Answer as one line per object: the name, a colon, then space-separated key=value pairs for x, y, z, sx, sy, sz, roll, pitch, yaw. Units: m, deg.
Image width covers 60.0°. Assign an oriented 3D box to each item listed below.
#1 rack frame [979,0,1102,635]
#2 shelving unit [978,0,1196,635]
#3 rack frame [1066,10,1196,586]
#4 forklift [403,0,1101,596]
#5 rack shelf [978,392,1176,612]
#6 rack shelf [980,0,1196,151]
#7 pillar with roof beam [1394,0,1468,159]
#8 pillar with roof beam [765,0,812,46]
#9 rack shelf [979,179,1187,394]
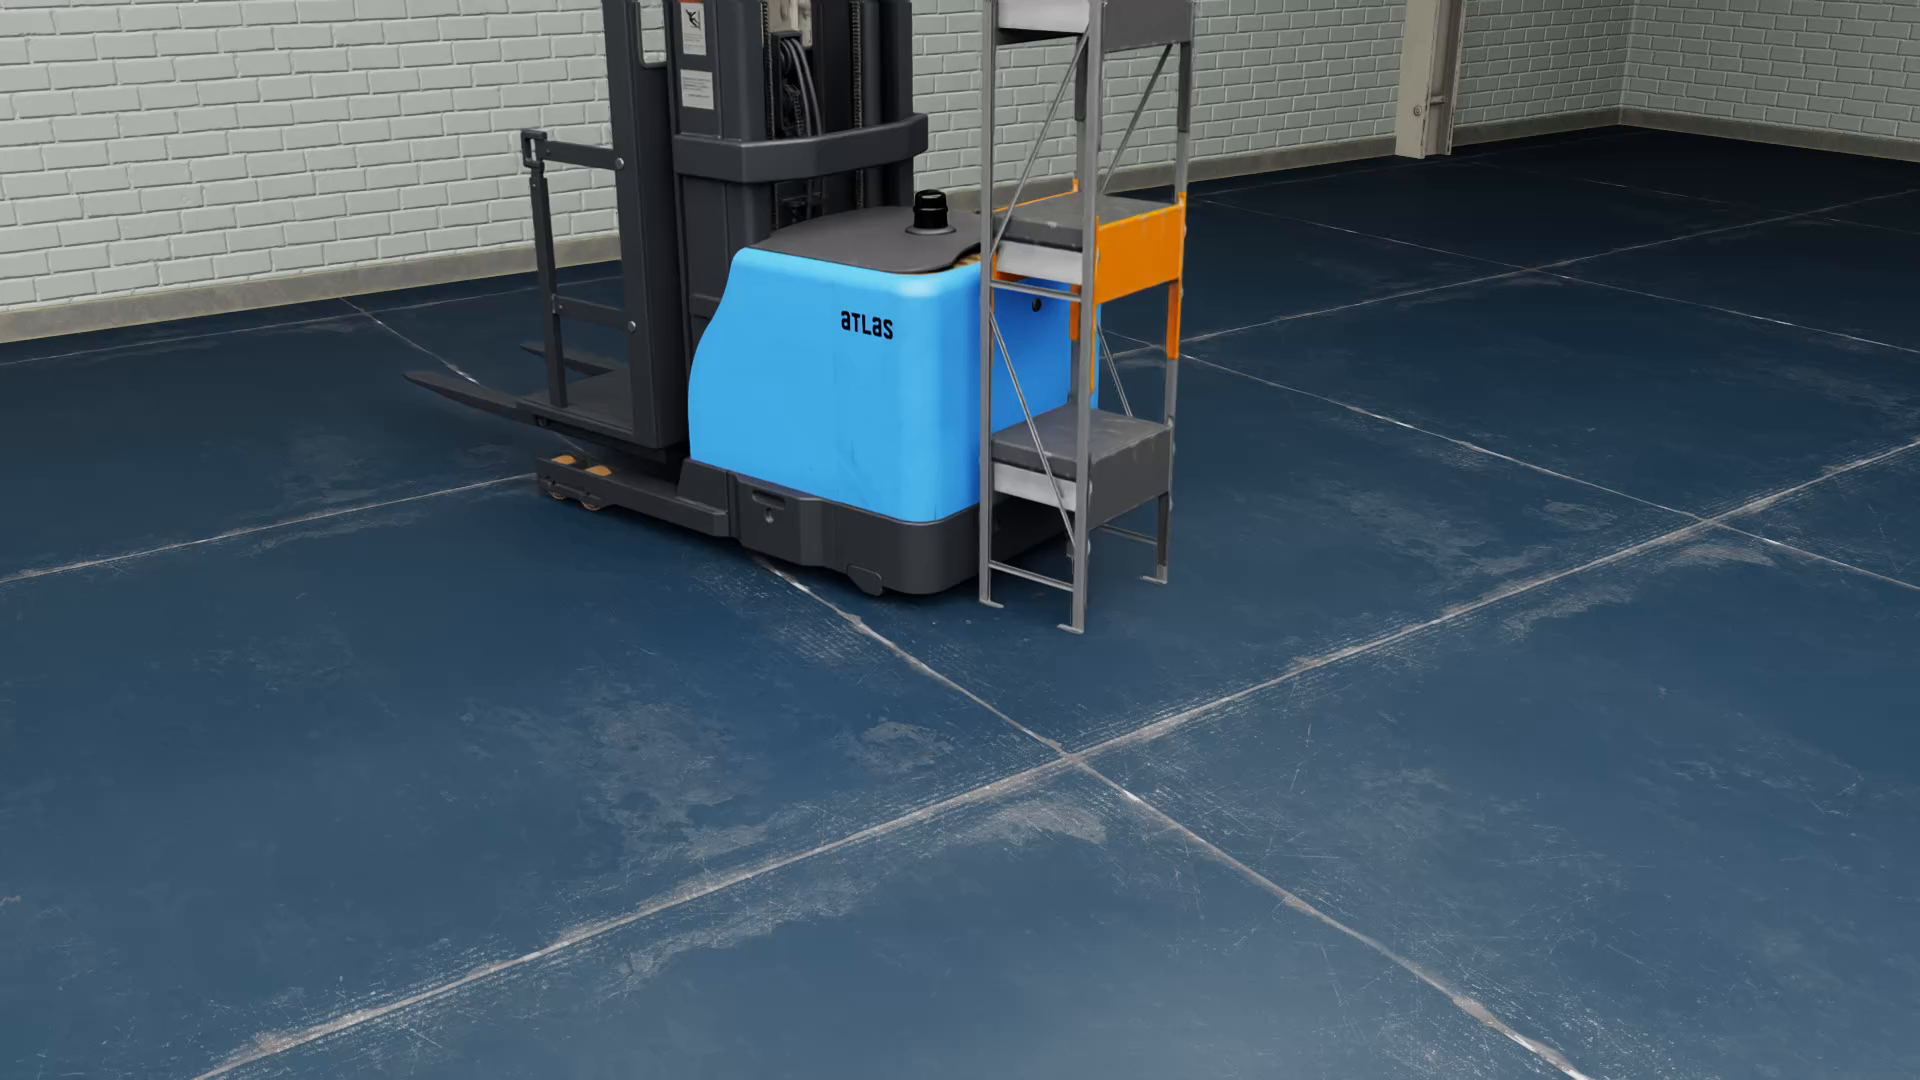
rack frame: x=0.223 y=-0.727 z=4.886 sx=0.400 sy=2.100 sz=0.015 roll=16 pitch=27 yaw=35
shelving unit: x=0.375 y=-0.798 z=5.064 sx=0.431 sy=2.100 sz=0.503 roll=16 pitch=27 yaw=35
rack frame: x=0.526 y=-0.869 z=5.242 sx=0.400 sy=2.100 sz=0.015 roll=16 pitch=27 yaw=35
forklift: x=-0.971 y=-1.606 z=5.966 sx=3.031 sy=2.935 sz=1.130 roll=16 pitch=27 yaw=35
rack shelf: x=0.375 y=-0.136 z=5.329 sx=0.431 sy=0.518 sz=0.480 roll=16 pitch=27 yaw=35
rack shelf: x=0.375 y=-1.436 z=4.810 sx=0.431 sy=0.518 sz=0.480 roll=16 pitch=27 yaw=35
pillar with roof beam: x=6.424 y=-6.152 z=9.173 sx=0.400 sy=9.000 sz=9.100 roll=-15 pitch=26 yaw=-33
pillar with roof beam: x=1.554 y=-4.854 z=5.918 sx=0.400 sy=9.000 sz=9.100 roll=-15 pitch=26 yaw=-33
rack shelf: x=0.375 y=-0.786 z=5.069 sx=0.431 sy=0.518 sz=0.480 roll=16 pitch=27 yaw=35
